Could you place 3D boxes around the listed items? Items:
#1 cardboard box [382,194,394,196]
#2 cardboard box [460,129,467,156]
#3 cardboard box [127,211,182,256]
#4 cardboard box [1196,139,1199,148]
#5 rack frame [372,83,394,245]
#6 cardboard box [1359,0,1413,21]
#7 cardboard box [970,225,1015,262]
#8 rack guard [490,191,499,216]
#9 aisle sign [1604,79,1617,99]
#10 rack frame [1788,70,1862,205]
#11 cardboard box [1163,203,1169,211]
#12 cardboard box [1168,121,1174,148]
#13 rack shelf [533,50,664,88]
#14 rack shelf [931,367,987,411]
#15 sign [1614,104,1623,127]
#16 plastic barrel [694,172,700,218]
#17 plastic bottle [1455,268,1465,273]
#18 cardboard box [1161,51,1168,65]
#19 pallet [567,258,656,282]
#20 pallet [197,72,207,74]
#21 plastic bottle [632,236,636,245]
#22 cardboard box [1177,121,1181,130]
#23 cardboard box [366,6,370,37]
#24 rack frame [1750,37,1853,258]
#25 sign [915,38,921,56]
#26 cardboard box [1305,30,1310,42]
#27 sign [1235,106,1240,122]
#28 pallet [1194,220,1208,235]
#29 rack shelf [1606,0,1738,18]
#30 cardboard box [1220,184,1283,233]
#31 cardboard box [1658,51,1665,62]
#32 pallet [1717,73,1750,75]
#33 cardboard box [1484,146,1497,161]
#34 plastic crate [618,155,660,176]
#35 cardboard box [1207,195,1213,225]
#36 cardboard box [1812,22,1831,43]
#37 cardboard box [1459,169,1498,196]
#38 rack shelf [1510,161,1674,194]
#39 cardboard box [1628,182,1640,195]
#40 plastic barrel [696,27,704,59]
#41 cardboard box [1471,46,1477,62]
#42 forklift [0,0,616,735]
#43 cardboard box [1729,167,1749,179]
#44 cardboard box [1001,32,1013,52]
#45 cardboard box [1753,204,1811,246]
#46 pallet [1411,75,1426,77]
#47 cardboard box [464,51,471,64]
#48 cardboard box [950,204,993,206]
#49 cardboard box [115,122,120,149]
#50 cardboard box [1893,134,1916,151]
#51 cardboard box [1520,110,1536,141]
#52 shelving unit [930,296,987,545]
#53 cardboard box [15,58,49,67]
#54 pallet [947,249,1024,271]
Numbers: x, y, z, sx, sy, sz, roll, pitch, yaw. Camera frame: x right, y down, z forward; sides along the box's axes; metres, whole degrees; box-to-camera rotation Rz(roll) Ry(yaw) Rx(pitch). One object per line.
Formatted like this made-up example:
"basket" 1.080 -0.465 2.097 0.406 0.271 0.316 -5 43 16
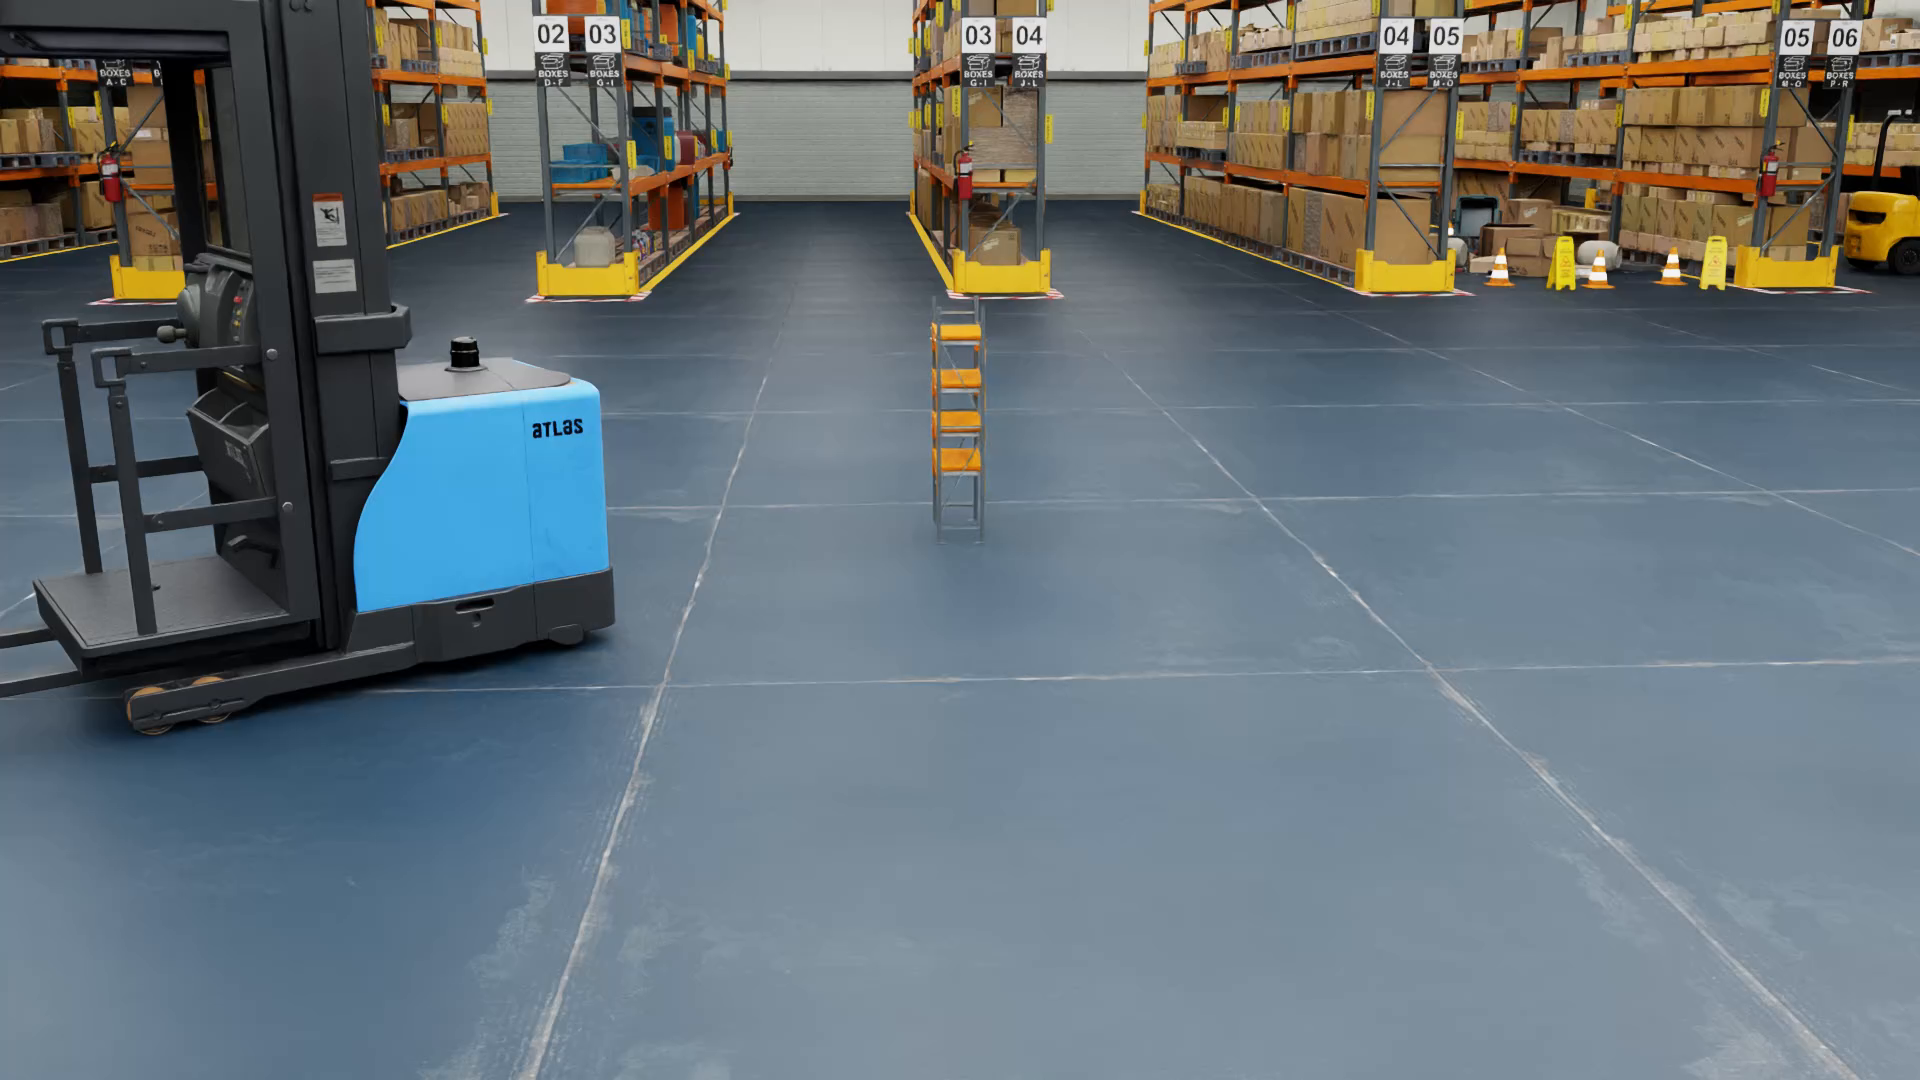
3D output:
"cardboard box" -10.233 -5.818 29.254 0.500 0.500 0.500 -1 14 -6
"cardboard box" -9.941 -7.754 32.442 0.500 0.500 0.500 -1 14 -4
"cardboard box" -9.705 -3.702 20.065 0.500 0.500 0.500 -1 14 -3
"cardboard box" 4.410 -7.048 29.559 0.380 0.149 0.250 0 14 -2
"rack frame" -9.870 -6.328 27.100 1.000 3.000 0.127 -1 14 -3
"cardboard box" 5.160 -6.435 20.158 0.500 0.250 0.500 -1 14 -3
"cardboard box" 0.420 -3.787 21.398 0.500 0.500 0.500 3 15 11
"rack guard" -10.361 -7.088 35.071 1.175 0.500 0.348 -1 14 -3
"aisle sign" 14.069 -9.971 36.044 0.394 0.787 0.004 -1 14 -3
"rack frame" 14.862 -6.710 28.587 1.000 3.000 0.127 -1 14 -3
"cardboard box" 4.298 -6.698 33.419 0.380 0.149 0.250 -1 14 -4
"cardboard box" 4.383 -7.964 32.660 0.500 0.500 0.500 -1 14 -5
"rack shelf" -4.554 -6.015 21.310 1.077 0.370 4.000 -1 14 -3
"rack shelf" -0.010 -0.774 8.498 0.258 0.148 0.480 -1 14 -3
"sign" 9.602 -6.189 24.238 0.100 0.325 0.005 -1 14 -3
"plastic barrel" -5.157 -6.450 30.942 0.600 0.901 0.708 -1 14 -3
"plastic bottle" 6.754 -3.688 22.736 0.283 0.061 0.133 -6 16 -23
"cardboard box" 4.332 -9.648 33.284 0.500 0.250 0.500 -1 14 -6
"pallet" -4.600 -3.586 22.041 1.003 0.211 1.213 -1 14 -3
"pallet" -15.175 -9.161 32.271 1.003 0.211 1.213 -1 14 -3
"plastic bottle" -4.419 -3.980 22.544 0.061 0.283 0.133 -1 14 -3
"cardboard box" 4.292 -7.791 31.254 0.380 0.149 0.250 0 14 -1
"cardboard box" -9.891 -8.422 27.012 0.500 0.500 0.500 -1 14 -3
"rack frame" 10.404 -4.643 20.553 1.000 3.000 0.127 -1 14 -3
"sign" -0.784 -9.207 31.075 0.100 0.325 0.005 -1 14 -3
"cardboard box" 4.937 -6.897 22.754 0.380 0.149 0.250 -1 14 -4
"sign" 5.280 -8.096 31.650 0.100 0.325 0.005 -1 14 -3
"pallet" 4.855 -5.678 30.170 1.003 0.211 1.213 -1 14 -3
"rack shelf" 14.490 -10.758 33.729 1.077 0.370 4.000 -1 14 -3
"cardboard box" 4.922 -5.492 27.525 1.050 0.750 0.750 -1 14 -4
"cardboard box" 10.017 -6.762 23.271 0.380 0.149 0.250 -1 14 -3
"pallet" 14.652 -8.646 30.466 1.213 0.211 1.003 -1 14 -3
"cardboard box" 9.570 -6.809 29.270 0.500 0.250 0.500 -1 14 -2
"plastic crate" -4.339 -5.065 22.493 0.499 0.251 0.616 -1 14 -3
"cardboard box" 4.644 -5.813 29.273 0.500 0.500 0.500 0 14 -1
"cardboard box" 10.639 -6.296 20.663 0.500 0.250 0.500 -1 14 -4
"cardboard box" 9.842 -6.425 30.897 0.875 0.875 0.875 0 14 -2
"rack shelf" 10.032 -5.787 26.442 1.077 0.370 4.000 -1 14 -3
"cardboard box" 14.257 -7.193 34.636 0.500 0.500 0.500 -1 14 -2
"plastic barrel" -4.915 -8.922 29.941 0.600 0.588 0.600 0 14 0
"cardboard box" 9.424 -8.759 29.956 0.396 0.266 0.258 0 14 1
"forklift" -2.919 -0.882 6.071 3.031 2.935 1.130 -10 18 -35
"cardboard box" 10.041 -4.673 21.171 0.380 0.149 0.250 -1 14 -4
"cardboard box" 0.741 -5.994 20.084 0.500 0.250 0.500 0 14 -2
"cardboard box" 10.628 -4.089 21.569 0.500 0.500 0.500 -1 14 -5
"pallet" 9.469 -9.848 34.939 1.003 0.211 1.213 -1 14 -3
"cardboard box" -10.021 -9.567 32.968 0.500 0.250 0.500 -1 14 -3
"cardboard box" 0.168 -5.037 26.218 0.700 0.500 0.500 0 14 1
"cardboard box" -14.642 -6.831 28.219 0.500 0.500 0.500 -1 14 -4
"cardboard box" 14.785 -6.131 25.633 0.500 0.250 0.500 -1 14 -5
"cardboard box" 9.705 -6.913 27.735 0.500 0.500 0.500 -1 14 -5
"shelving unit" -0.010 -0.622 8.537 0.258 1.200 0.503 -1 14 -3
"cardboard box" -14.500 -7.495 25.755 0.500 0.311 0.500 -1 14 -3
"pallet" 0.342 -3.968 23.525 1.003 0.211 1.213 -1 14 -3
